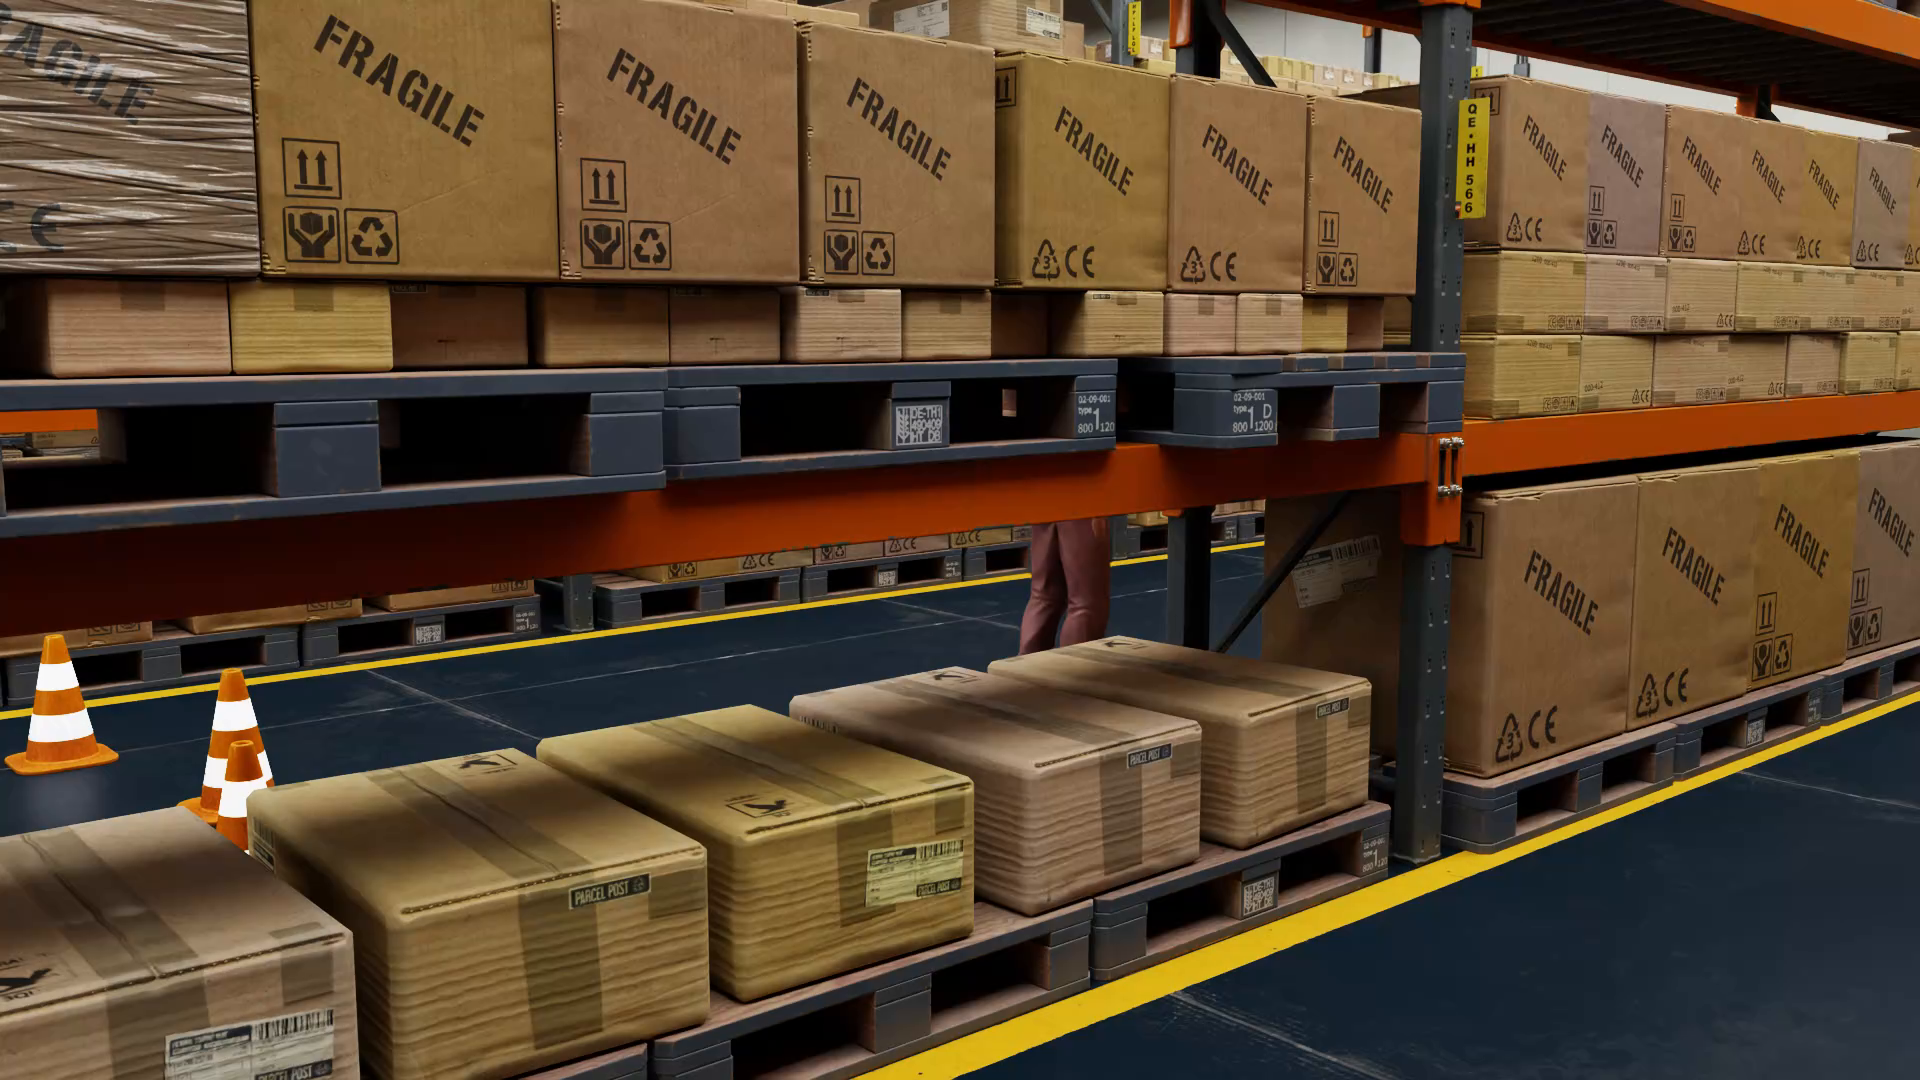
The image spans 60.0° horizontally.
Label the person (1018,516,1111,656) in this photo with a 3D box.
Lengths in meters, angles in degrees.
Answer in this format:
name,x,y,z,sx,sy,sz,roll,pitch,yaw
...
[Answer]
name,x,y,z,sx,sy,sz,roll,pitch,yaw
person,0.423,-0.071,6.530,0.411,1.720,0.446,-4,9,-30
